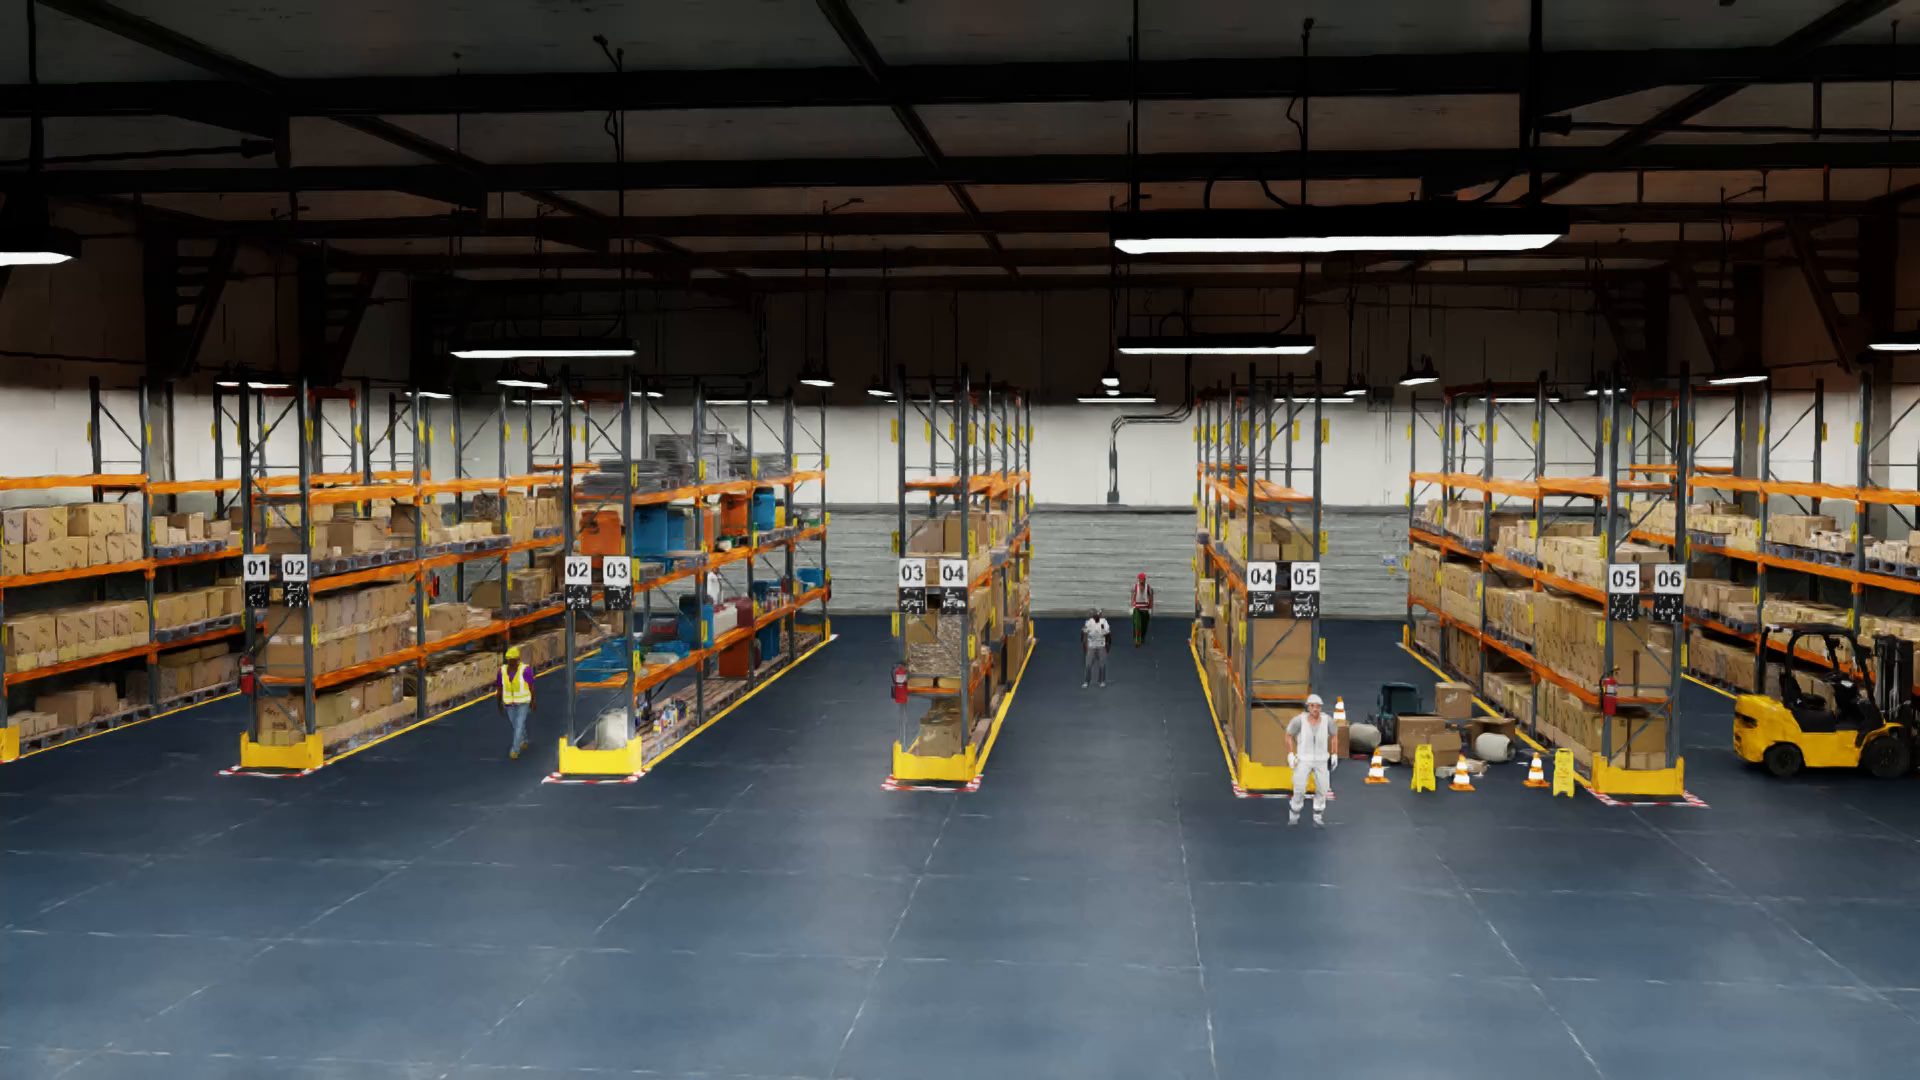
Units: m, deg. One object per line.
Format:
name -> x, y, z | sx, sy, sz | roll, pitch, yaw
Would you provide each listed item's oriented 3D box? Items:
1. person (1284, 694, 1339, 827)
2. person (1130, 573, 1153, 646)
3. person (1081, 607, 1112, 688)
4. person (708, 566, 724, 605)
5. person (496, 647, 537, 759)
person -> 4.449, 2.790, 21.023 | 0.677, 1.740, 0.517 | 0, 4, 4
person -> 4.283, 1.619, 39.192 | 0.550, 1.709, 1.128 | 0, 4, 3
person -> 2.680, 2.099, 32.687 | 0.592, 1.629, 0.526 | 0, 4, 3
person -> -6.064, 1.452, 41.220 | 0.480, 1.781, 0.669 | 2, 4, 28
person -> -6.907, 2.494, 25.759 | 0.577, 1.691, 1.121 | 1, 4, 8
